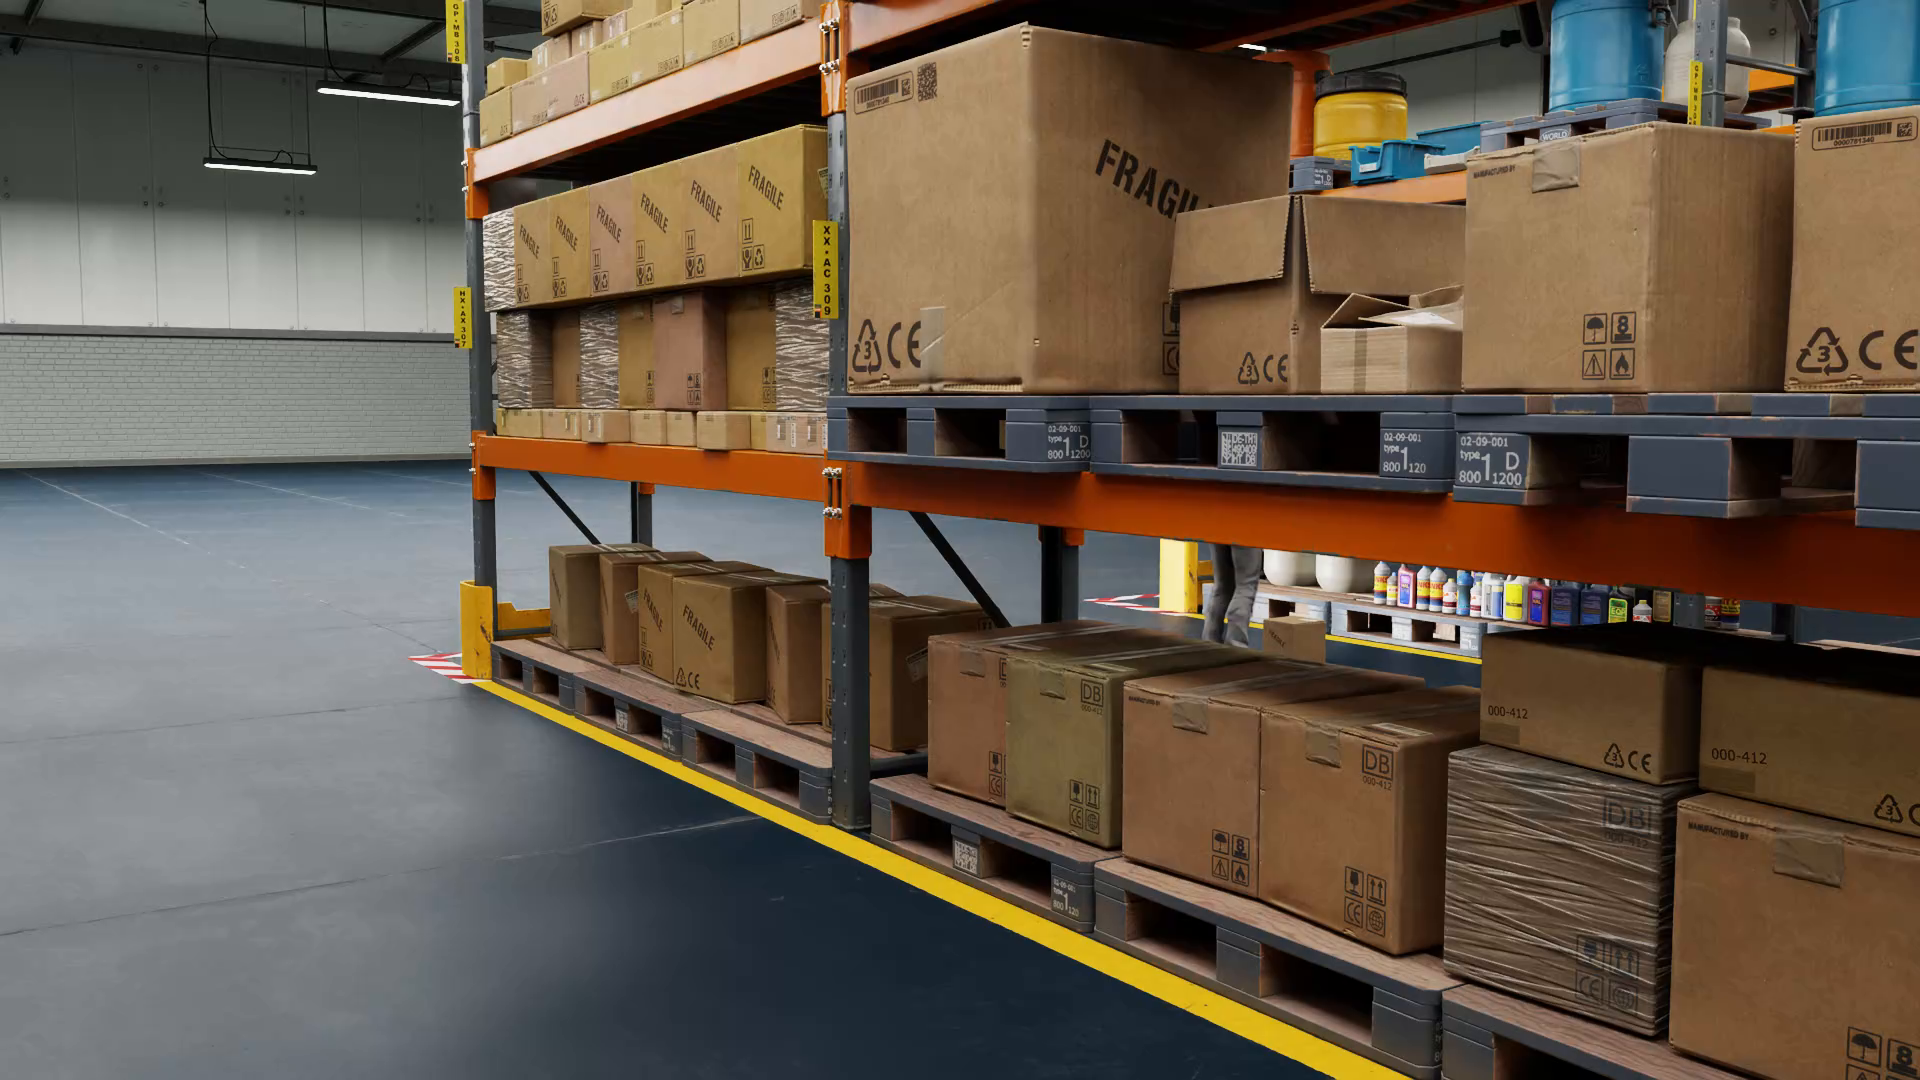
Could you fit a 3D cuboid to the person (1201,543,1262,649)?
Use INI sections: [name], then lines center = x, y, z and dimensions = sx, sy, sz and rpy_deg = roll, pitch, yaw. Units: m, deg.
[person]
center = 1.493, -0.067, 9.142
dimensions = 0.305, 1.590, 0.407
rpy_deg = -3, 6, -33
